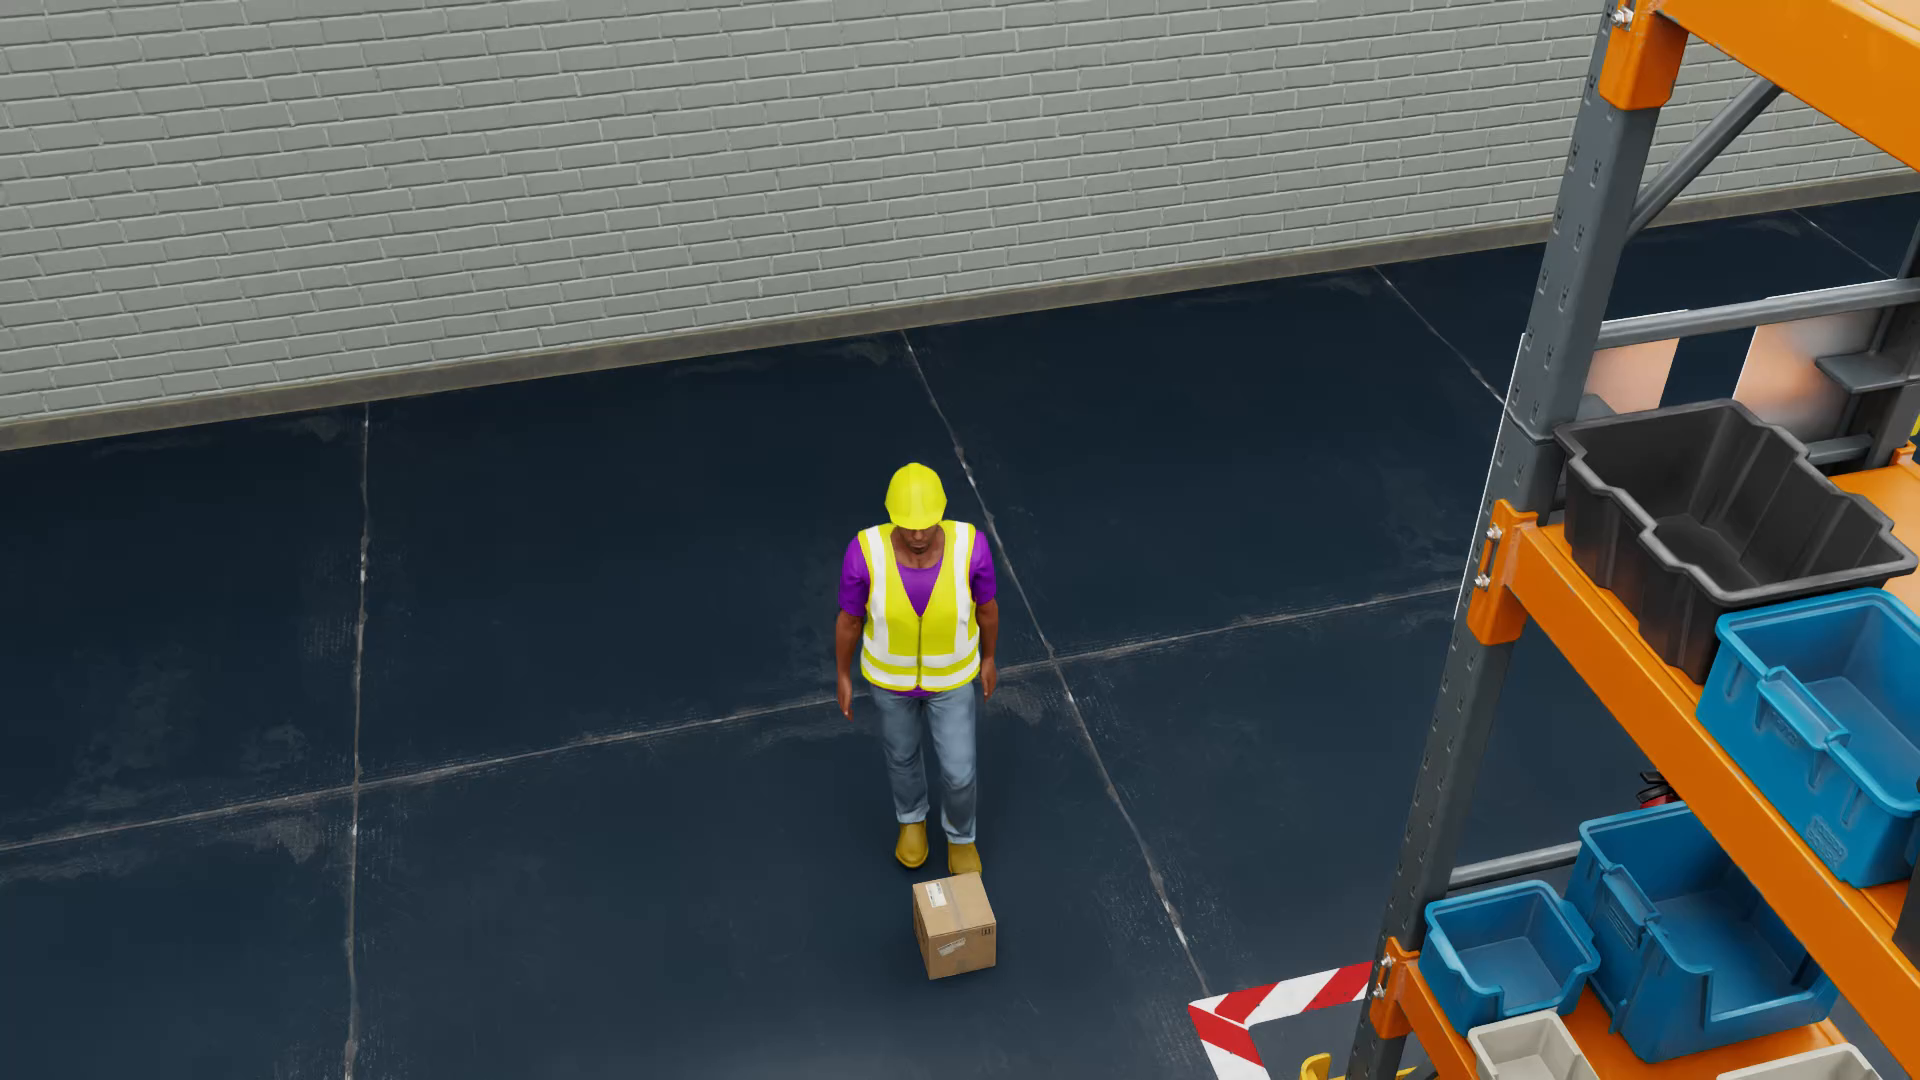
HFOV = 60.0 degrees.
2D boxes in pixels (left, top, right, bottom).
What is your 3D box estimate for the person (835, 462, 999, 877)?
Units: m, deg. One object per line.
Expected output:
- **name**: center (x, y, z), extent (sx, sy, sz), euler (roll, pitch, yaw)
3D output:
- **person**: center (-0.156, 0.517, 6.045), extent (0.591, 1.806, 0.453), euler (0, 38, 0)
